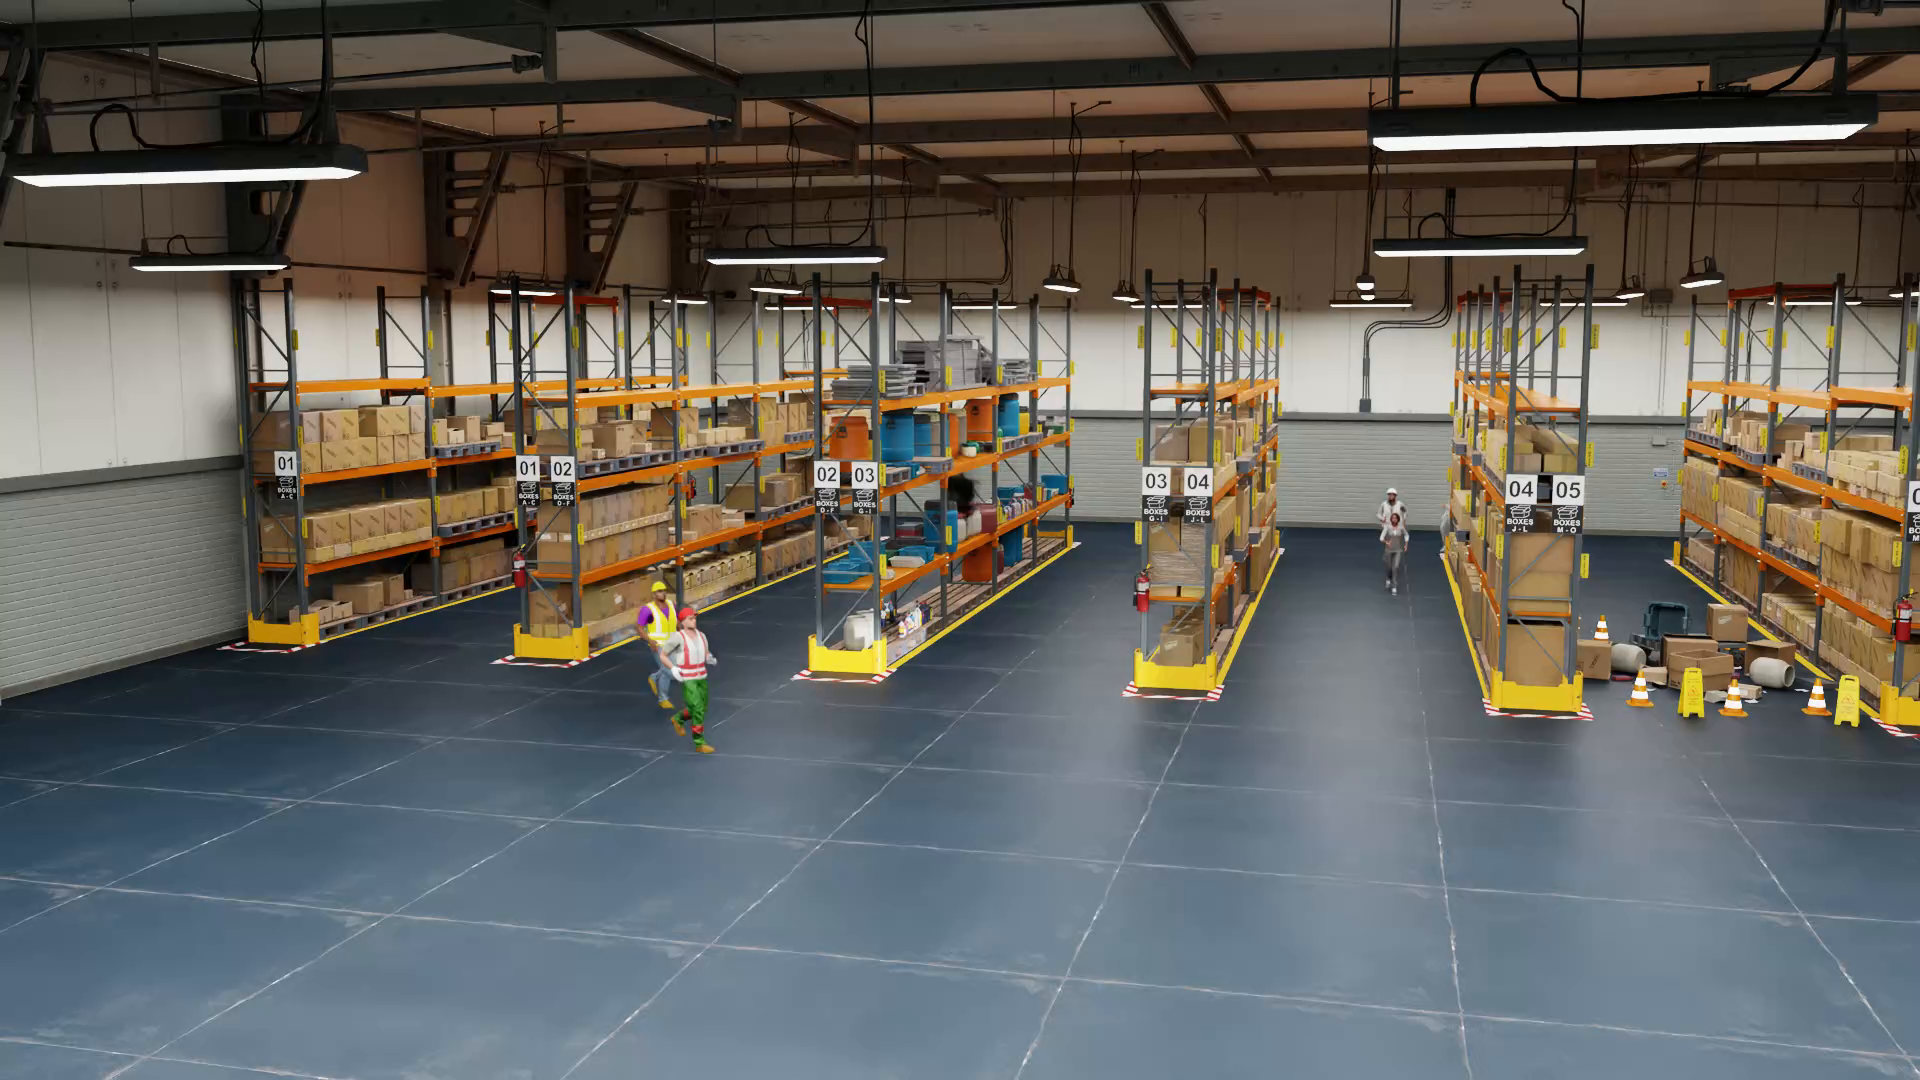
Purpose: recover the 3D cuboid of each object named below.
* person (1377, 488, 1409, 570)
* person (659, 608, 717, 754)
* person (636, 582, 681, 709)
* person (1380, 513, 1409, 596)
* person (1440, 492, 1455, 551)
[{"bbox_3d":[9.536,-0.263,36.697,0.670,1.771,0.864,2,7,19],"label":"person"},{"bbox_3d":[-3.293,1.701,20.324,0.829,1.760,0.669,6,9,39],"label":"person"},{"bbox_3d":[-4.118,1.424,22.811,0.561,1.732,0.677,6,9,43],"label":"person"},{"bbox_3d":[8.633,0.253,33.070,0.565,1.613,0.770,2,7,13],"label":"person"},{"bbox_3d":[11.709,-0.561,39.315,0.734,1.809,0.693,0,7,-4],"label":"person"}]
